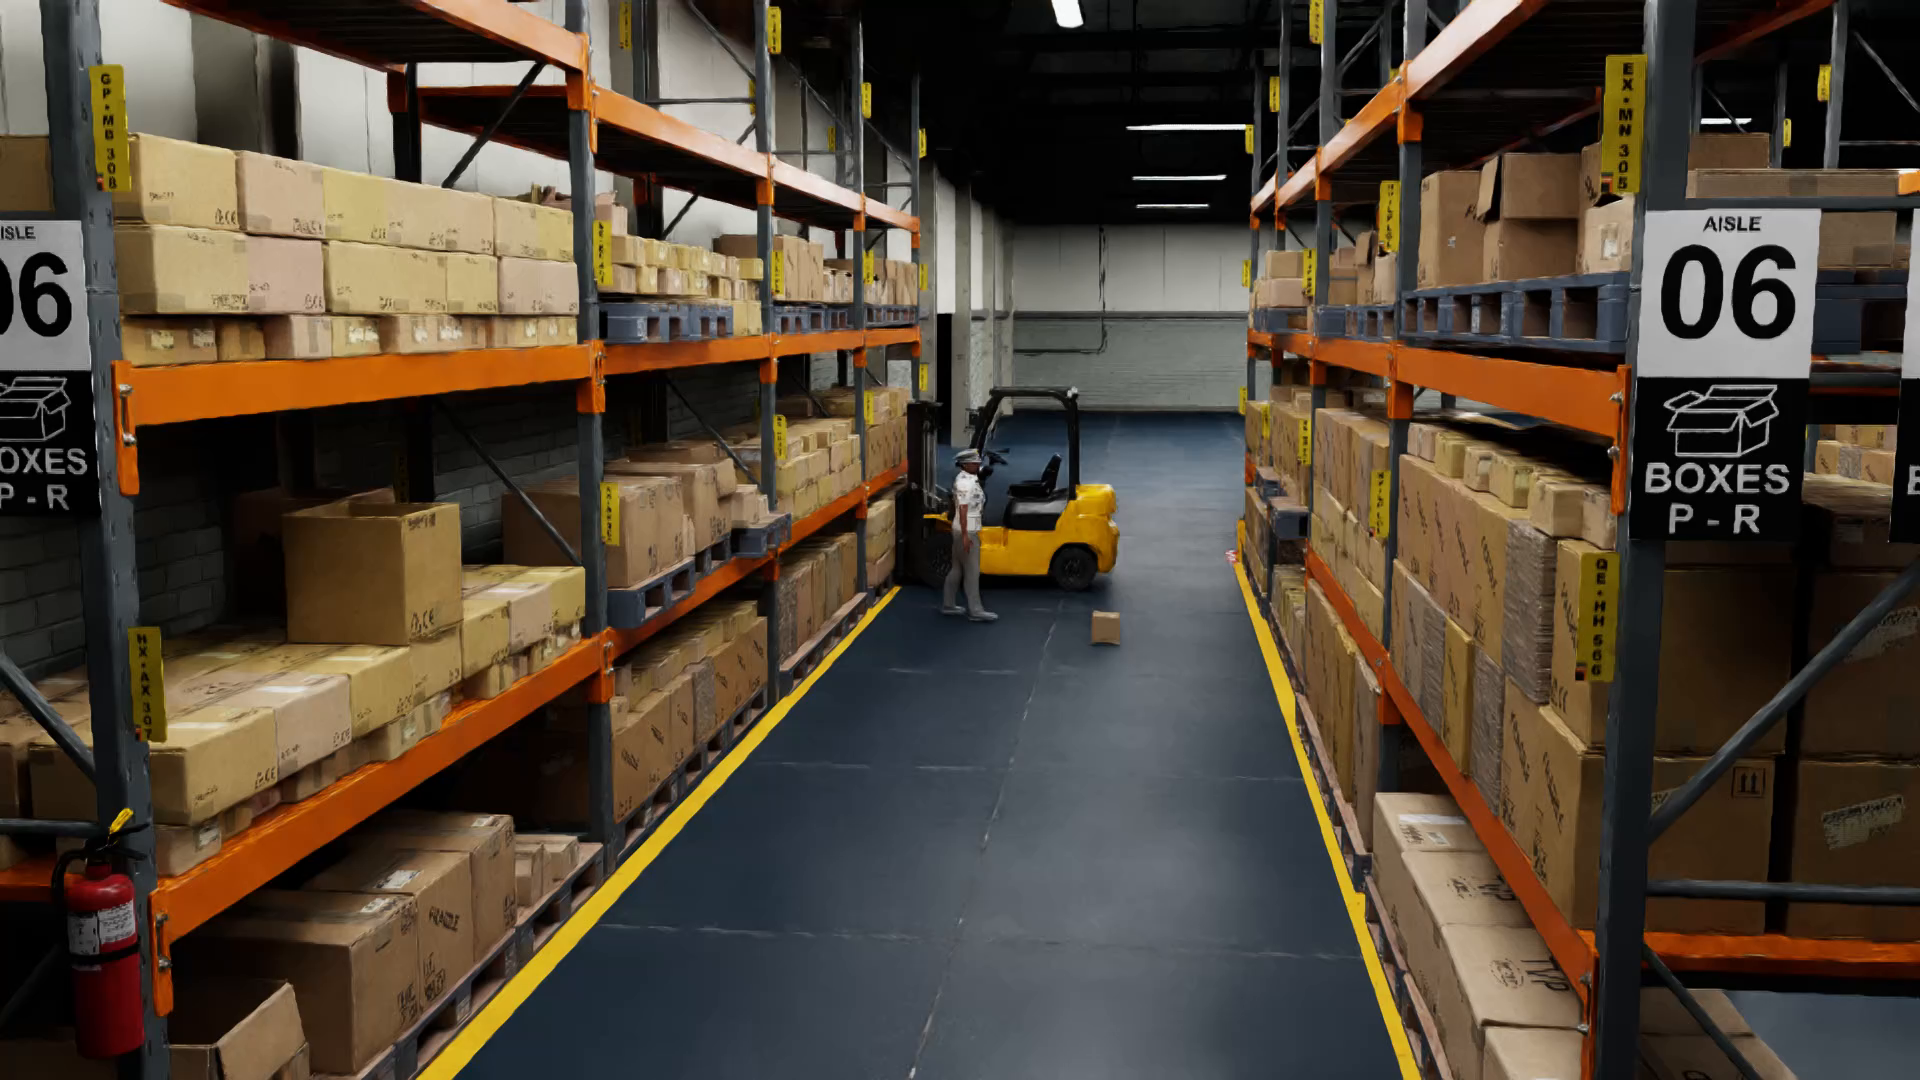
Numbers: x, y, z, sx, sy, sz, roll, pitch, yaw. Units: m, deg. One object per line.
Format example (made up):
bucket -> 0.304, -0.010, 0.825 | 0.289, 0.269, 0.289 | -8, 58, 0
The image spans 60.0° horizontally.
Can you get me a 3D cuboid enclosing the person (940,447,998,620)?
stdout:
person -> 0.089, -0.069, 16.144 | 0.579, 1.664, 0.657 | 0, 8, 3
